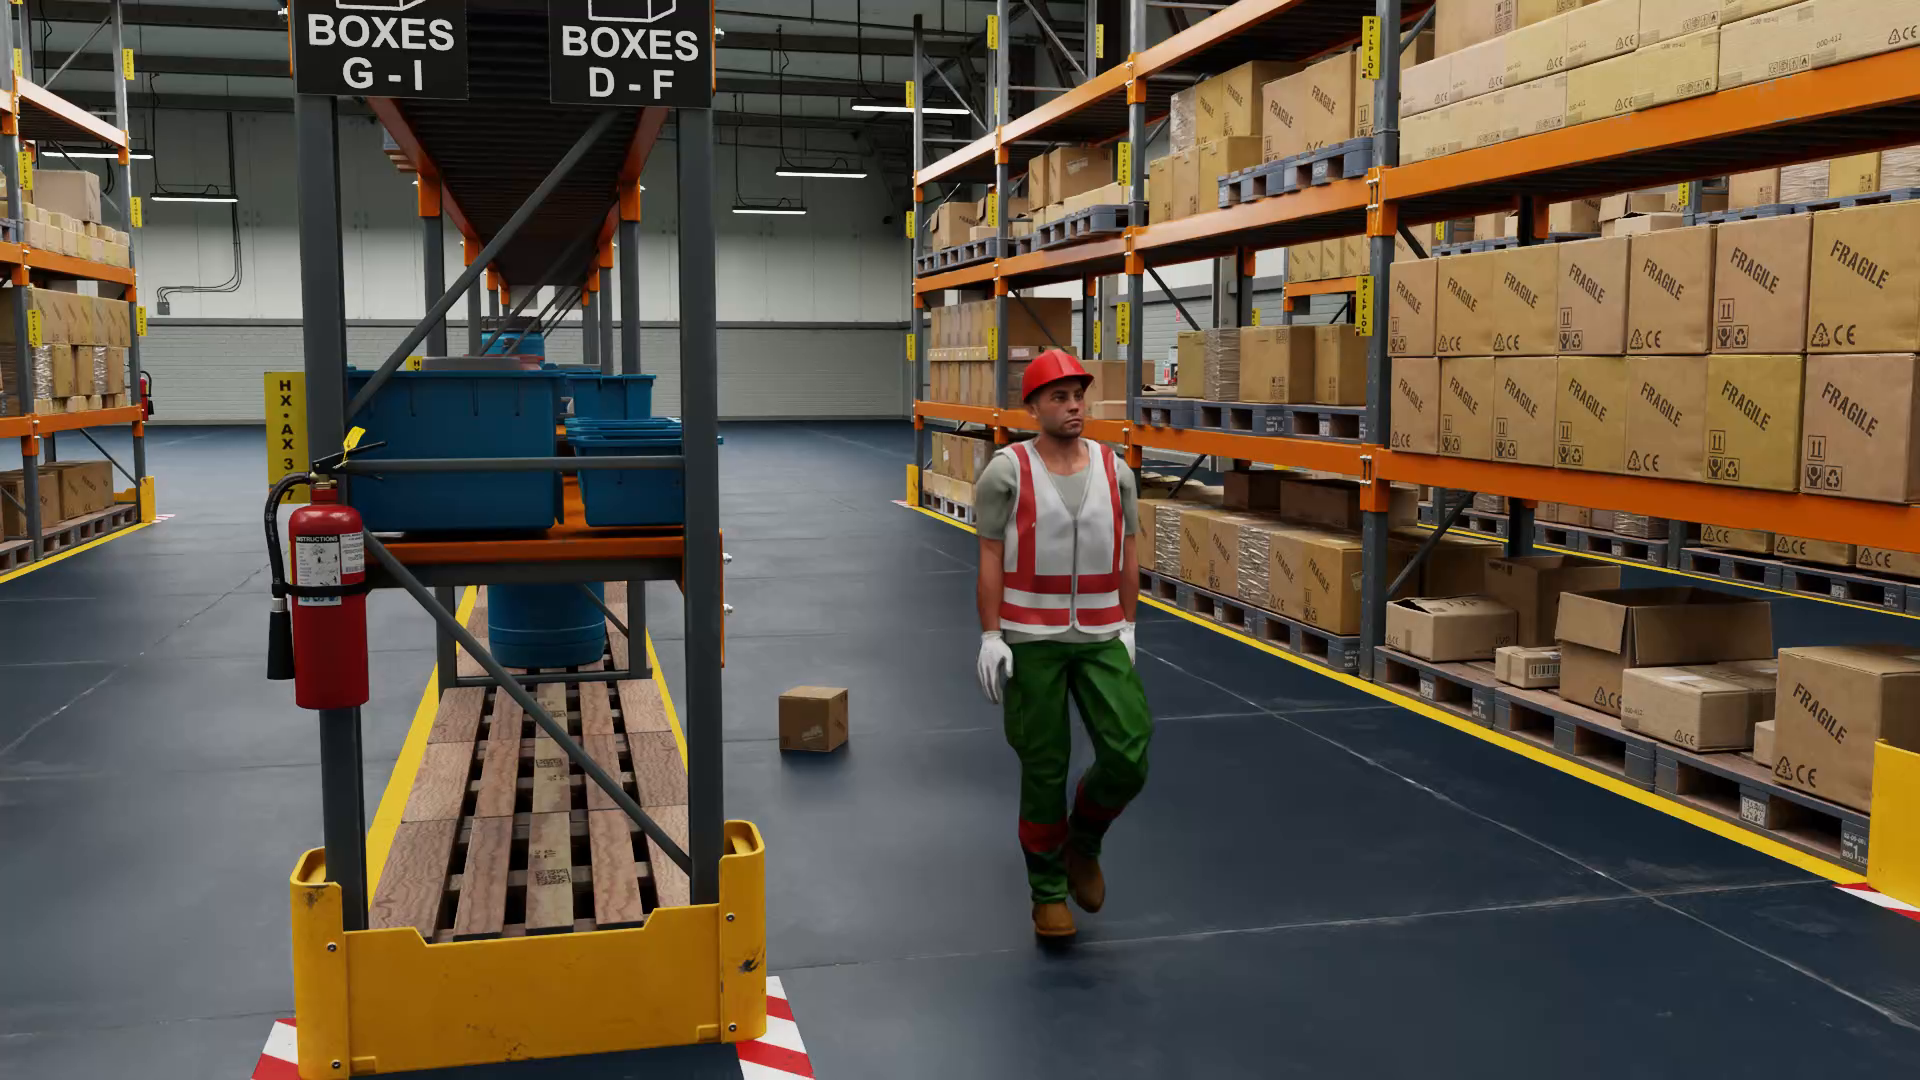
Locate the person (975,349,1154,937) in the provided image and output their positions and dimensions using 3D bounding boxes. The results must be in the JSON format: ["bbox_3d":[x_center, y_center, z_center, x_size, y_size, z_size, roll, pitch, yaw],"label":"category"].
[{"bbox_3d":[0.311,0.312,5.072,0.556,1.776,0.487,-1,6,-14],"label":"person"}]
